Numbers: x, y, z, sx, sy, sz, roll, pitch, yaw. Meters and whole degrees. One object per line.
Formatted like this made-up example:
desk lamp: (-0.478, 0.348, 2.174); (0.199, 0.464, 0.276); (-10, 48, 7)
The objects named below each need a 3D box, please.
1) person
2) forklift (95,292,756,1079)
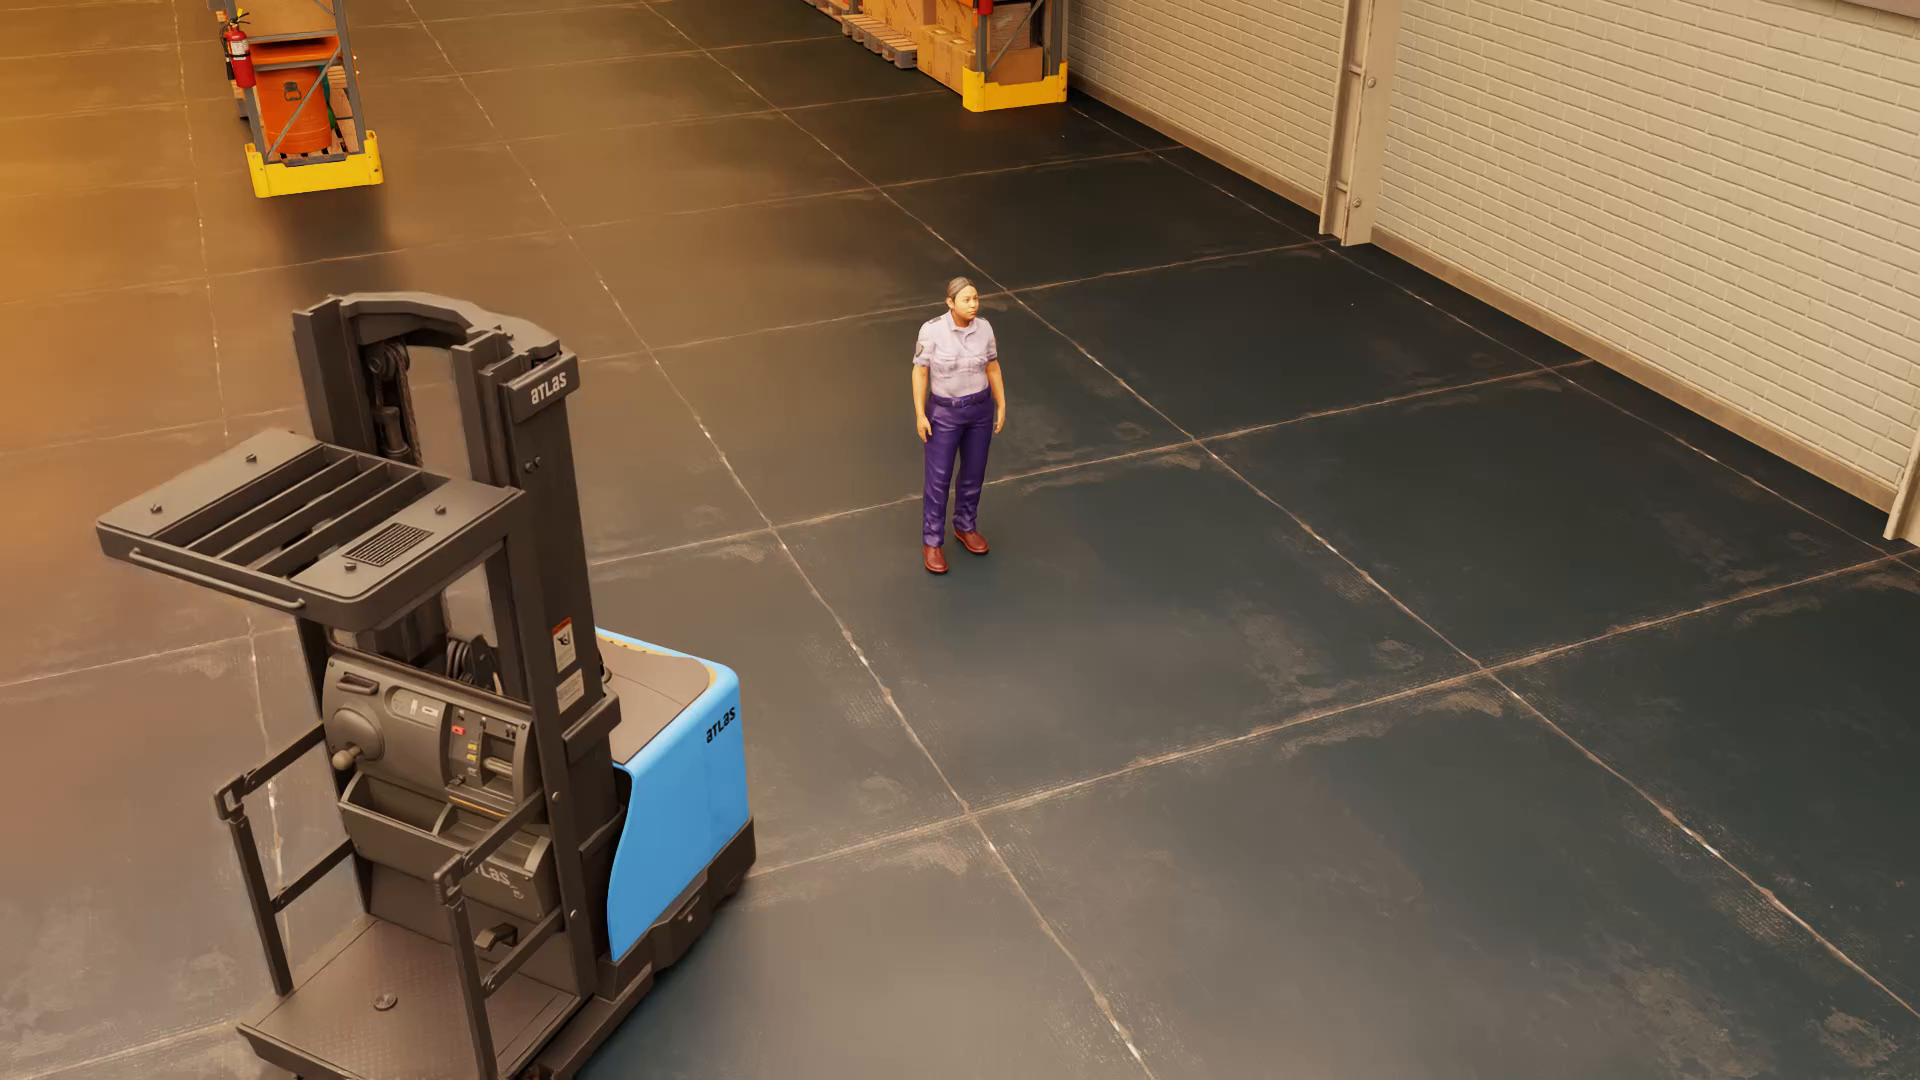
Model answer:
person: (0.015, -0.674, 9.582); (0.598, 1.643, 0.503); (-12, 32, -20)
forklift: (-2.014, 0.750, 5.809); (1.130, 2.935, 3.031); (14, 32, 22)
